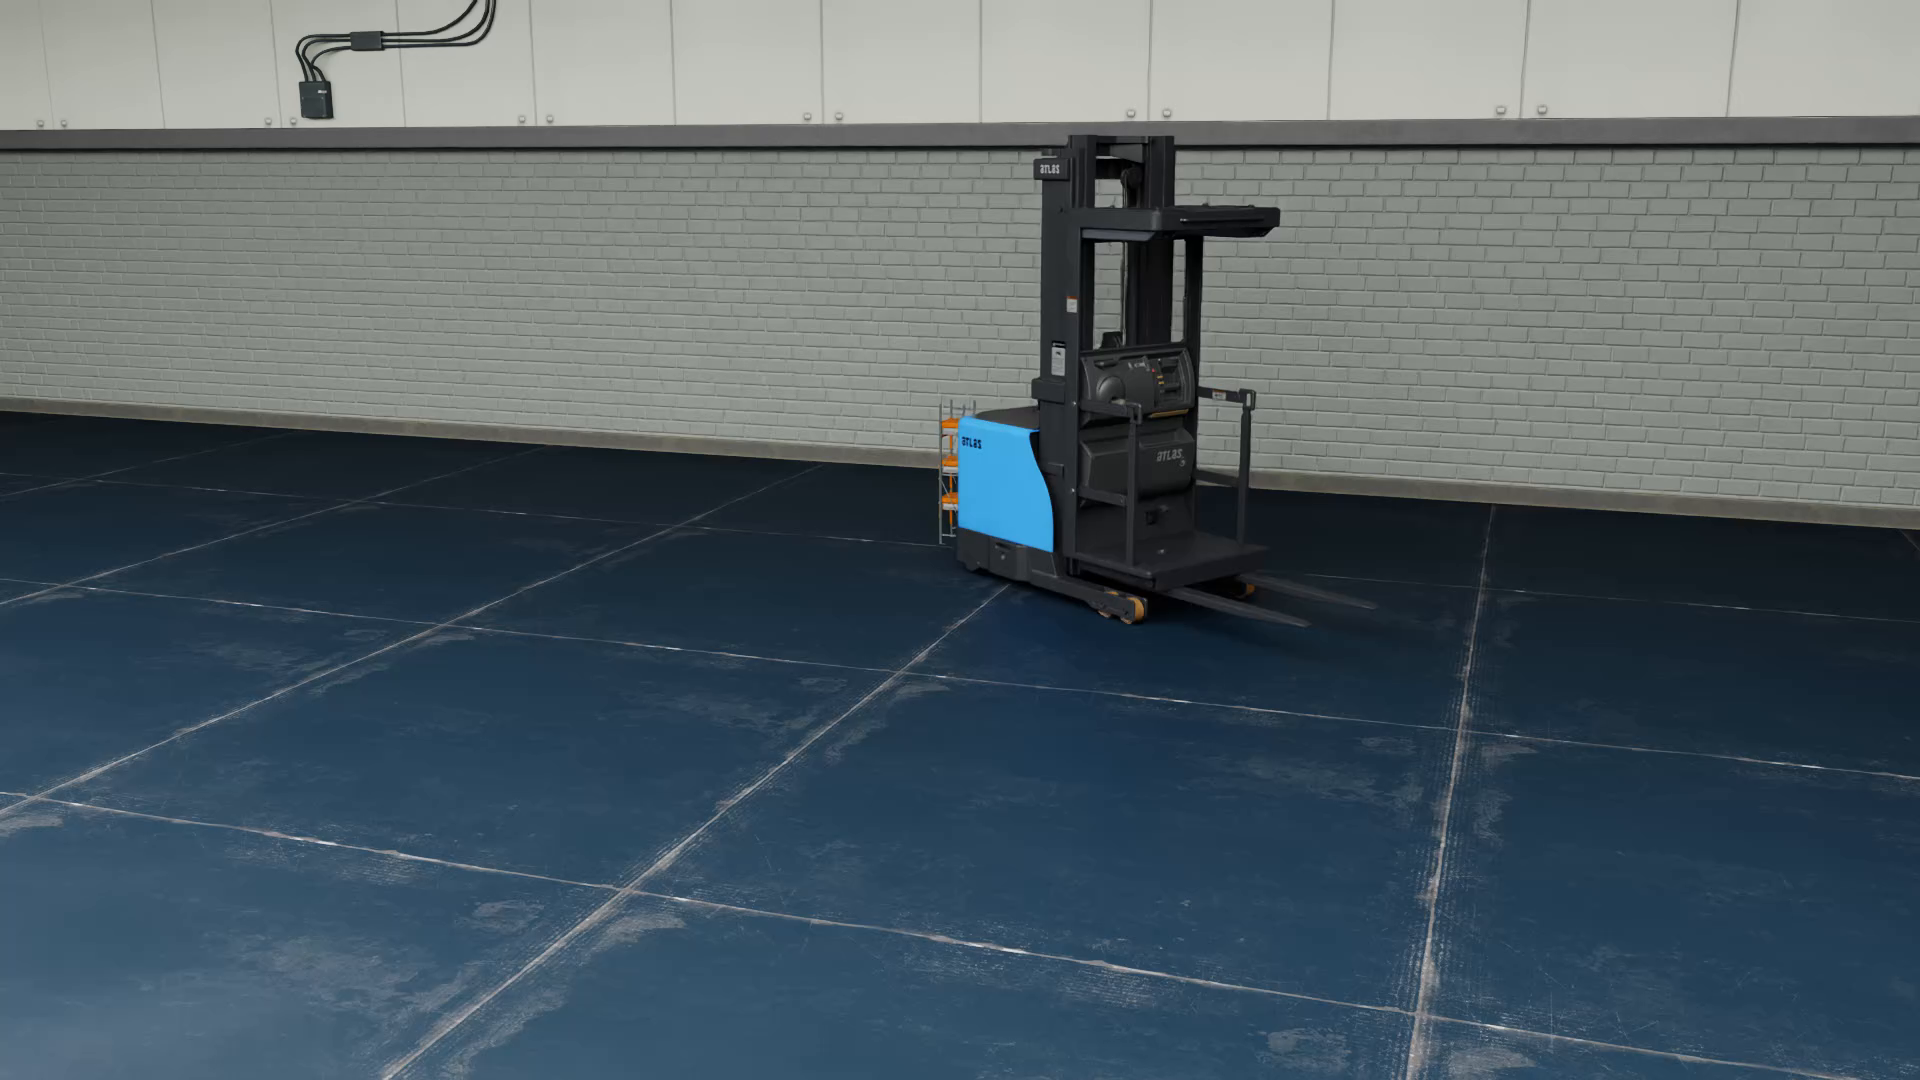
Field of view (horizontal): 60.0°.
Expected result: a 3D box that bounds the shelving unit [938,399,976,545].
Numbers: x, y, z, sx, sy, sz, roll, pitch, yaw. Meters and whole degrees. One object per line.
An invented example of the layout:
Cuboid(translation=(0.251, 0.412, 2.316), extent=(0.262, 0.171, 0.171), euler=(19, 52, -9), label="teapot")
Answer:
Cuboid(translation=(-0.017, -0.501, 12.322), extent=(0.215, 1.050, 0.252), euler=(4, 14, 18), label="shelving unit")

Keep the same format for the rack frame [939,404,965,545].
Cuboid(translation=(-0.057, -0.475, 12.209), extent=(0.200, 1.050, 0.008), euler=(4, 14, 18), label="rack frame")

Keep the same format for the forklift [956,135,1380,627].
Cuboid(translation=(1.274, -1.037, 10.446), extent=(1.130, 2.935, 3.031), euler=(-10, 16, -37), label="forklift")

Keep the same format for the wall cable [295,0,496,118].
Cuboid(translation=(-5.518, -7.098, 15.719), extent=(2.305, 6.003, 0.169), euler=(4, 14, 18), label="wall cable")

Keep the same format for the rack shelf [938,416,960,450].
Cuboid(translation=(-0.017, -0.767, 12.261), extent=(0.215, 0.259, 0.240), euler=(4, 14, 18), label="rack shelf")

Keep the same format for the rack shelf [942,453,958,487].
Cuboid(translation=(-0.017, -0.490, 12.324), extent=(0.215, 0.259, 0.240), euler=(4, 14, 18), label="rack shelf")

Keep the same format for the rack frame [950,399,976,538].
Cuboid(translation=(0.022, -0.526, 12.434), extent=(0.200, 1.050, 0.008), euler=(4, 14, 18), label="rack frame")

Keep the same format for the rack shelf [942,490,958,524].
Cuboid(translation=(-0.017, -0.219, 12.386), extent=(0.215, 0.259, 0.240), euler=(4, 14, 18), label="rack shelf")
